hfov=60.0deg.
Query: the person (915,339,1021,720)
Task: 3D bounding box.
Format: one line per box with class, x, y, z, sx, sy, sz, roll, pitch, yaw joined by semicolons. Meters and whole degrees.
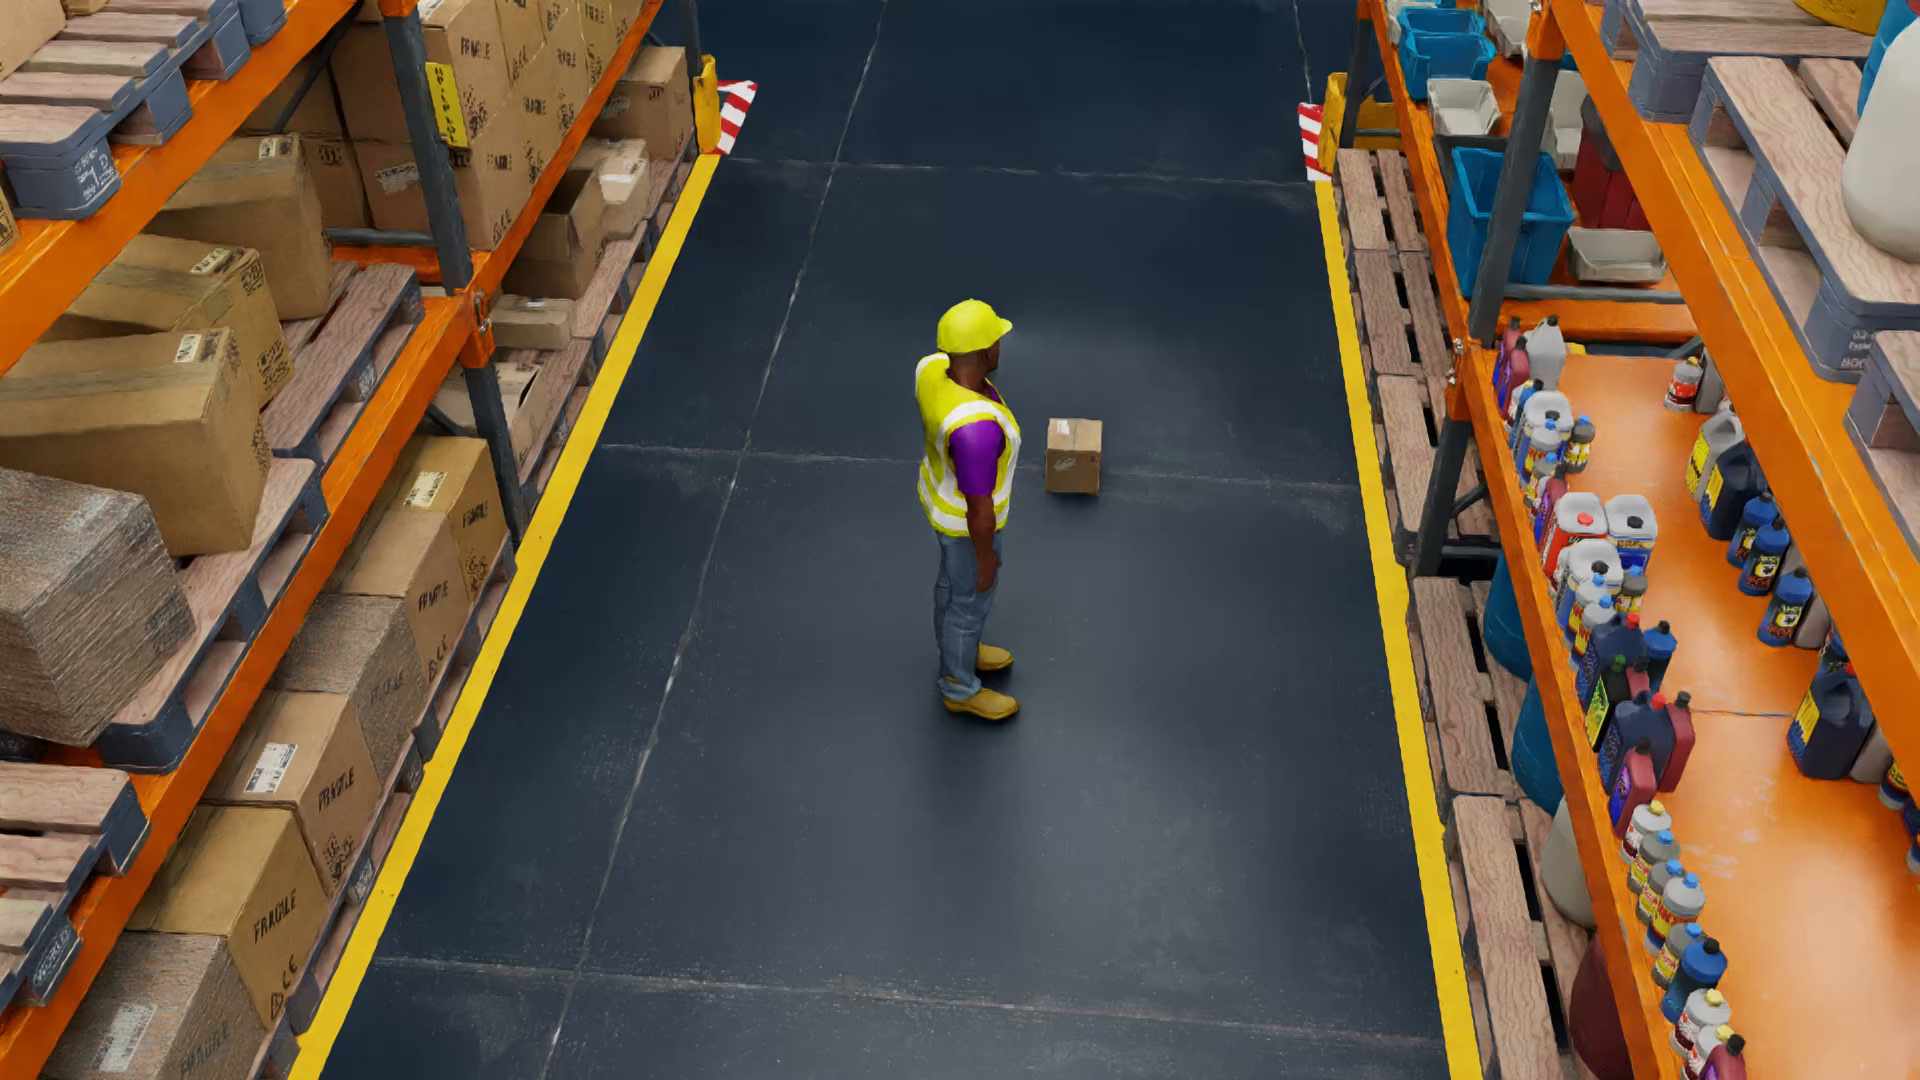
person;11.649;-5.350;6.902;24.741;9.000;3.290;-9;41;-10
